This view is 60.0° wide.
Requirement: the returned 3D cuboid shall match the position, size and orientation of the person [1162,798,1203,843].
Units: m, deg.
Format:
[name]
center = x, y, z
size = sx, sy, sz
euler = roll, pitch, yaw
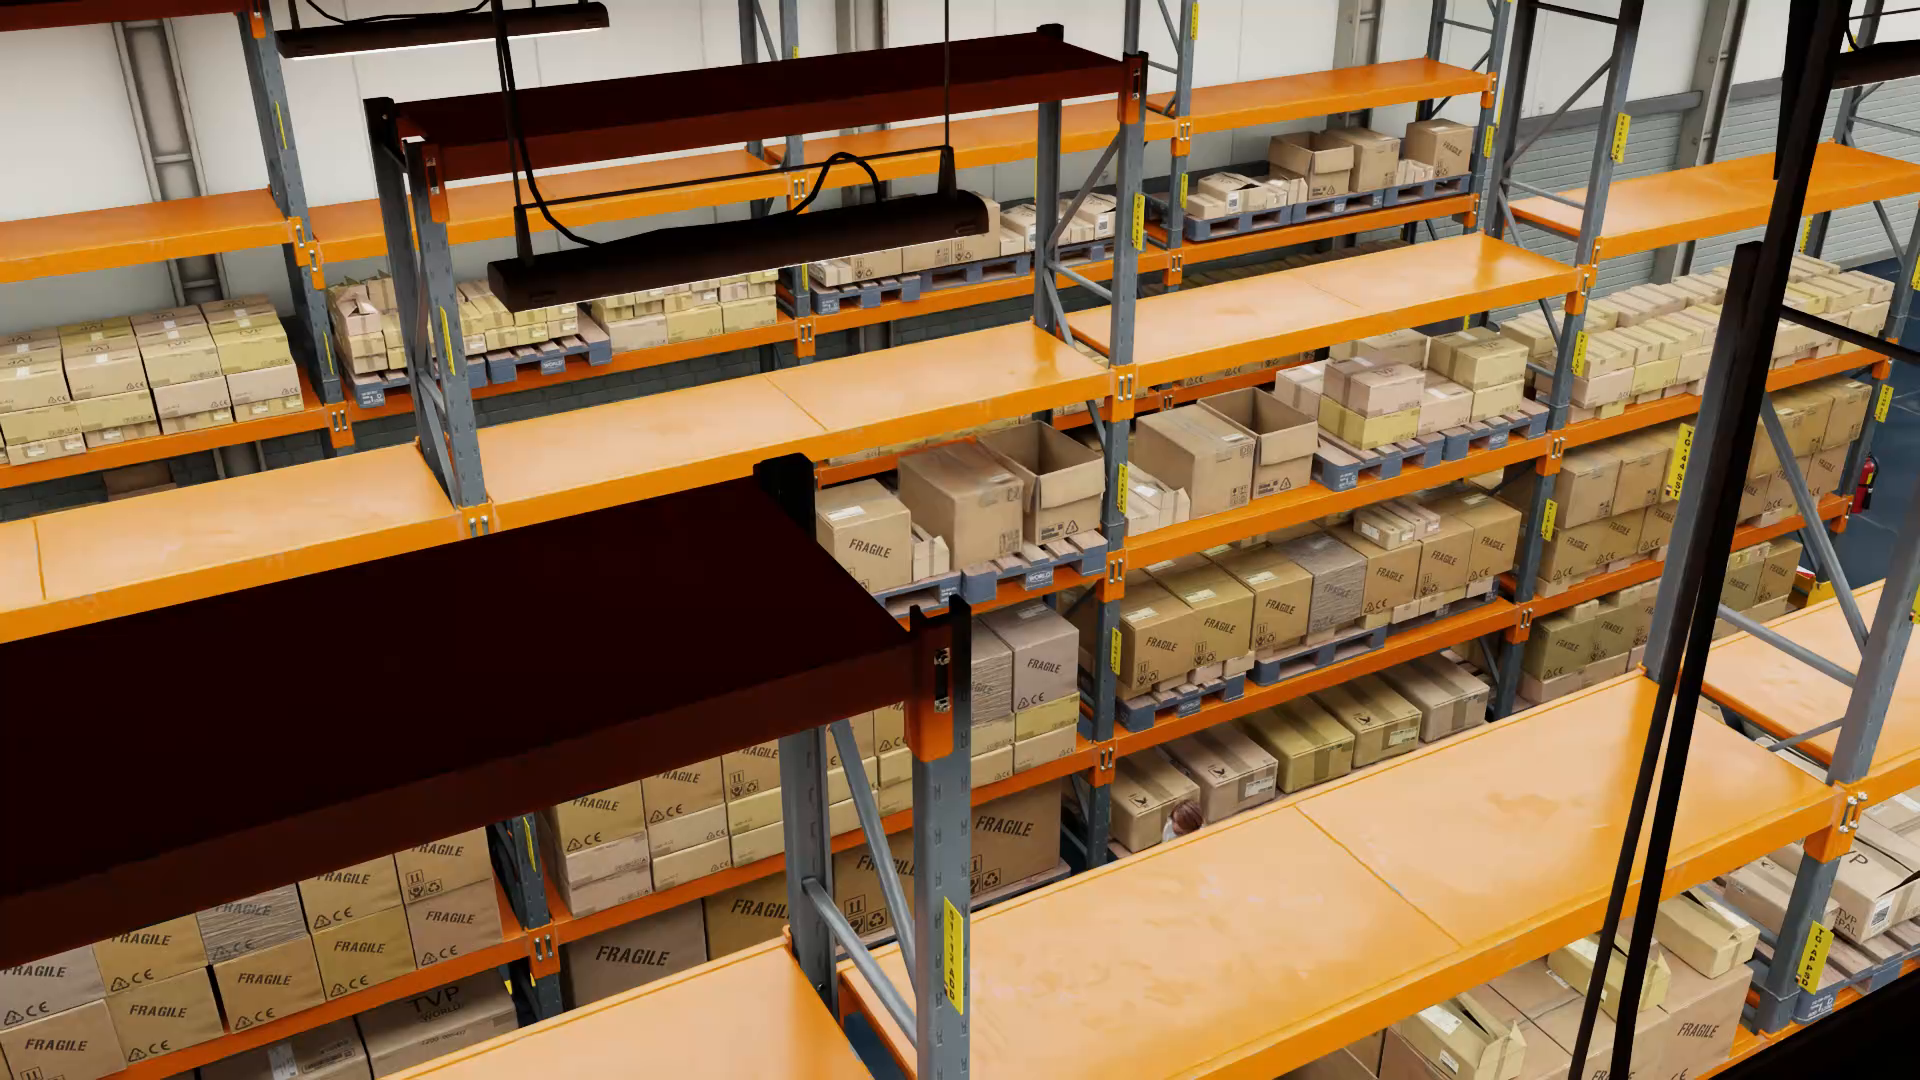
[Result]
[person]
center = 1.510, 2.337, 10.929
size = 0.442, 1.615, 0.632
euler = 25, 37, 38
